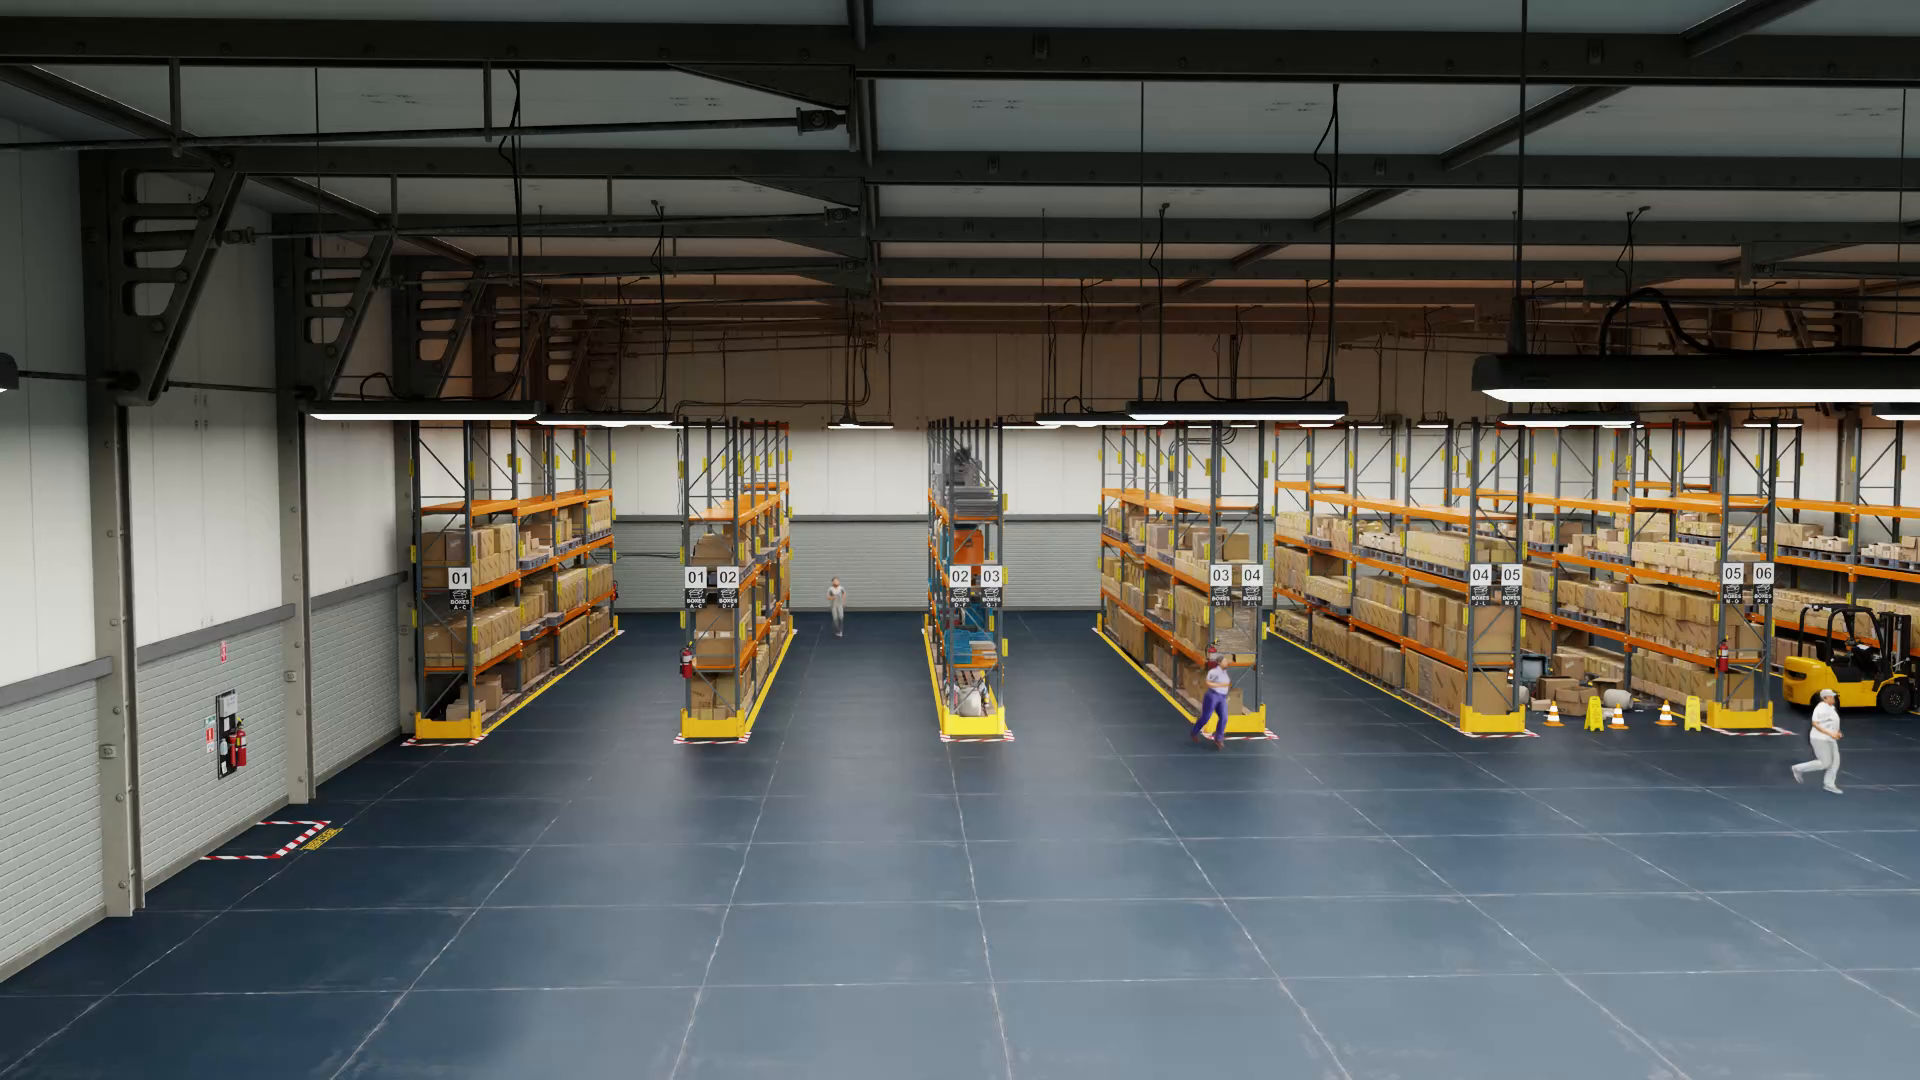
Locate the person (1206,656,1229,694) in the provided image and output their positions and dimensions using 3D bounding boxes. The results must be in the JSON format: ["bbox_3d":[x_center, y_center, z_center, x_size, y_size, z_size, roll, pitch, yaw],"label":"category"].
[{"bbox_3d":[4.714,2.509,30.290,0.612,0.771,0.556,-3,5,-37],"label":"person"}]

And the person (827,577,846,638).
[{"bbox_3d":[-3.430,1.875,46.276,0.560,1.672,0.679,-1,4,-13],"label":"person"}]

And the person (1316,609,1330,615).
[{"bbox_3d":[10.785,1.568,49.492,0.906,1.617,0.629,-1,4,-19],"label":"person"}]

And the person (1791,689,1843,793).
[{"bbox_3d":[13.739,3.187,26.544,0.612,1.659,0.727,-4,5,-45],"label":"person"}]
